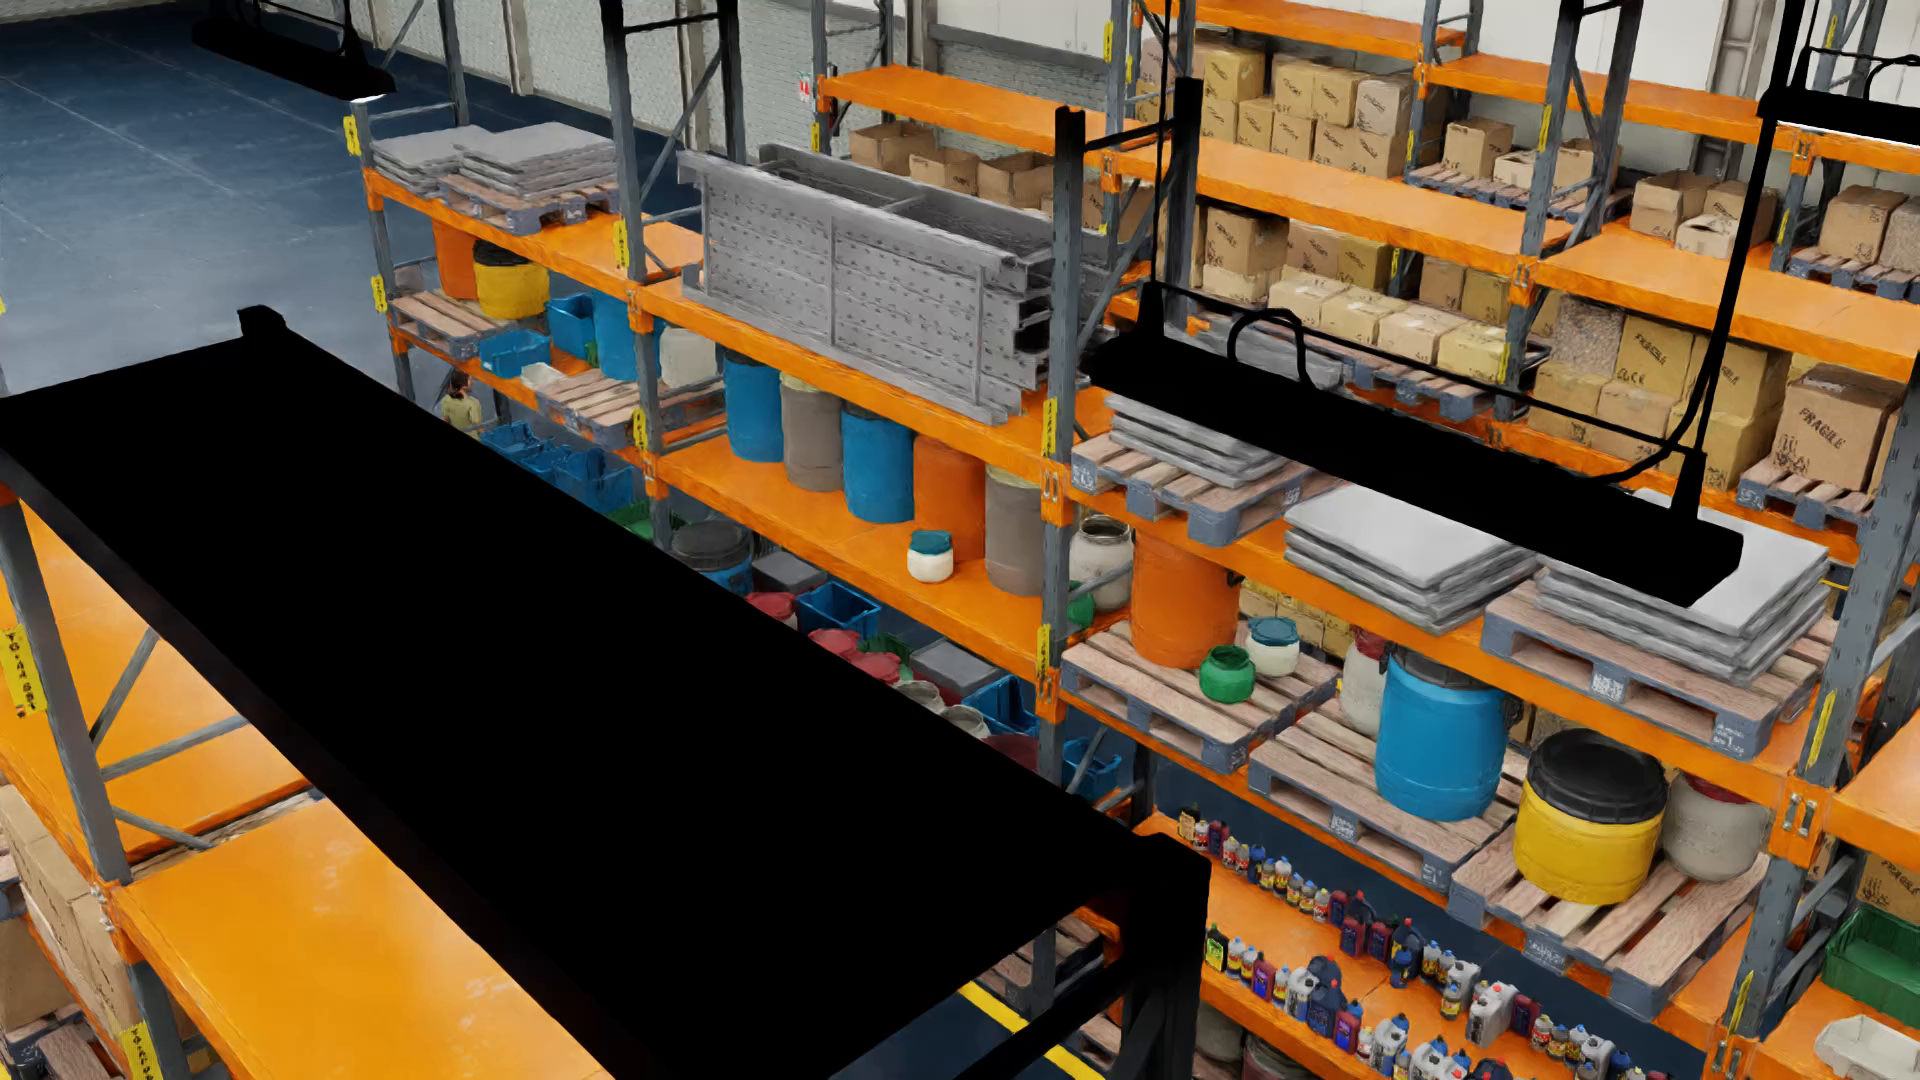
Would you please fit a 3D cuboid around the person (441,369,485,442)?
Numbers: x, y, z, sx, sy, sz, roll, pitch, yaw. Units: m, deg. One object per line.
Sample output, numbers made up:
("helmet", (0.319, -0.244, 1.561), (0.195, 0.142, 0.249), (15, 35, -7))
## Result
("person", (-5.030, -0.951, 16.884), (0.521, 1.672, 0.421), (6, 29, 12))
